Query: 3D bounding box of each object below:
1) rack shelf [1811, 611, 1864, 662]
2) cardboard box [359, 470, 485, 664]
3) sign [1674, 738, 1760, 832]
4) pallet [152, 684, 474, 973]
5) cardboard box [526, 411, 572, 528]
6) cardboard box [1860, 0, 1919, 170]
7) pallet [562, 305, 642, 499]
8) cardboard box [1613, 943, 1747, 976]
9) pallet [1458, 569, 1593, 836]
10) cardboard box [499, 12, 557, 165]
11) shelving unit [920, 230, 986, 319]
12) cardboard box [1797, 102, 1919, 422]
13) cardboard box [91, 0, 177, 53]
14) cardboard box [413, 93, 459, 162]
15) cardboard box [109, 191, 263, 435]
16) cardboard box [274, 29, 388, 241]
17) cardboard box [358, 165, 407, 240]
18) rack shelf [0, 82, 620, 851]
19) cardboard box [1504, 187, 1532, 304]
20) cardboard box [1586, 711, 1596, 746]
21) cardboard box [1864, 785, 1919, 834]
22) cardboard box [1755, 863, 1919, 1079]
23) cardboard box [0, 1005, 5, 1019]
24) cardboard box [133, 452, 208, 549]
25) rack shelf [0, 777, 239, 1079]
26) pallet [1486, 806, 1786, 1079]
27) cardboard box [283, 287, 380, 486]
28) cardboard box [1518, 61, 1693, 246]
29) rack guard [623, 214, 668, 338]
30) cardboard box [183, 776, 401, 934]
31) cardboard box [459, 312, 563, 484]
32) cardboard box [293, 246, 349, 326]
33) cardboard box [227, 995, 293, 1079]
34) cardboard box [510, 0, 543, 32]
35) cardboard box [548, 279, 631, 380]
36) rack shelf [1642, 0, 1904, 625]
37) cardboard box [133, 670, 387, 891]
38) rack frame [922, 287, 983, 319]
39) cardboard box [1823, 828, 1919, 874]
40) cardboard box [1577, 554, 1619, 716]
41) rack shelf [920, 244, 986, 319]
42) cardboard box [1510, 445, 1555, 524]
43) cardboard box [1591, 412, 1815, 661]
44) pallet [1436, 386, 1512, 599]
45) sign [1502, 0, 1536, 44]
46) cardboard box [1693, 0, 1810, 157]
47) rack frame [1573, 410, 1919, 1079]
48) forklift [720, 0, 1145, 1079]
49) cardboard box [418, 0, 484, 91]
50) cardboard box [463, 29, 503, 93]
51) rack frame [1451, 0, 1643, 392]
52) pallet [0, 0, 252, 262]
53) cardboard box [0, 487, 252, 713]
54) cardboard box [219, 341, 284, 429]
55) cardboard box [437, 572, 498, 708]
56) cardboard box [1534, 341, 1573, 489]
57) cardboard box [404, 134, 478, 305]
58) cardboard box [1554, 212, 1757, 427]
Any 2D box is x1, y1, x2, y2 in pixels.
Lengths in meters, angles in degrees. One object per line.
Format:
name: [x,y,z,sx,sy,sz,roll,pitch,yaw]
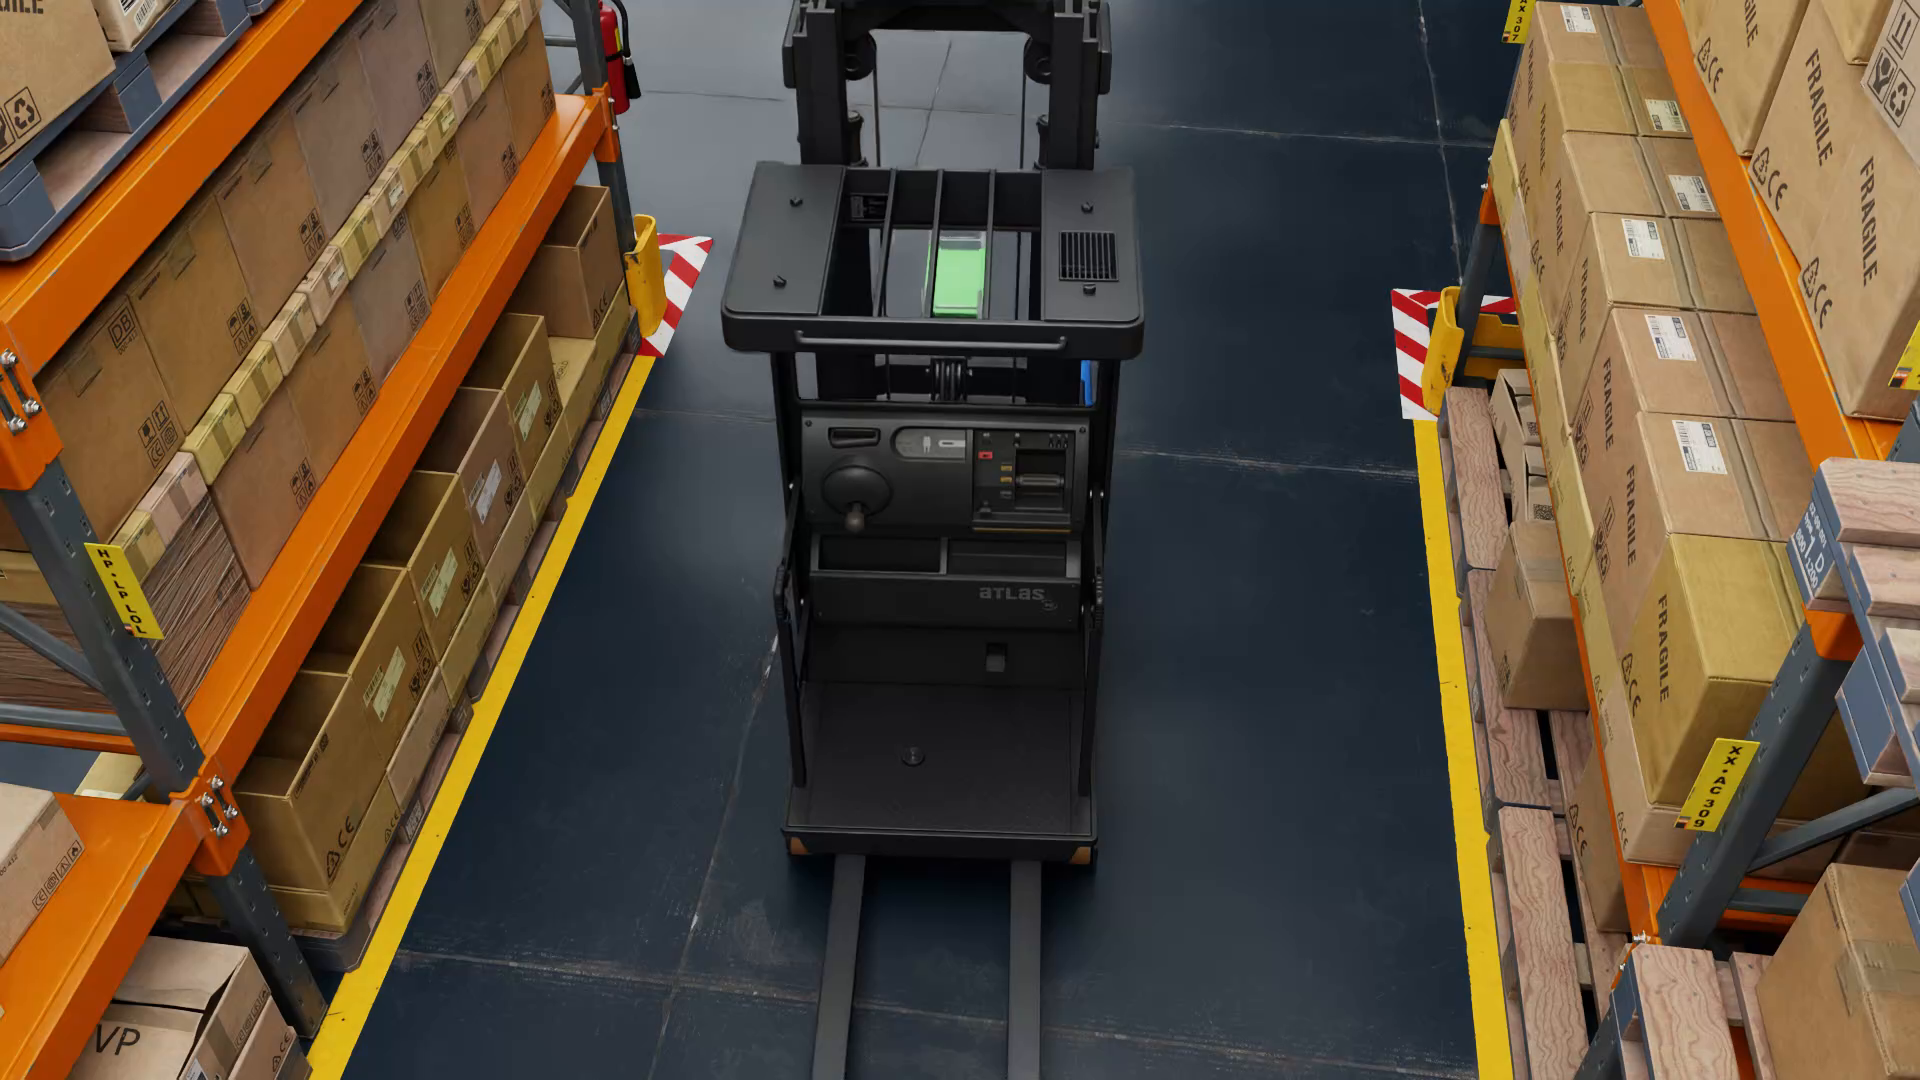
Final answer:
rack shelf: [2.022,1.462,1.866,1.077,0.370,4.000,5,44,6]
cardboard box: [-2.120,0.084,6.129,0.500,0.500,0.500,5,44,6]
sign: [1.748,0.569,3.838,0.100,0.325,0.005,5,44,6]
pallet: [-2.477,0.954,6.089,1.003,0.211,1.213,5,44,6]
cardboard box: [-1.992,-0.326,7.107,0.500,0.250,0.500,5,44,6]
cardboard box: [2.084,-0.935,3.060,0.500,0.500,0.500,2,43,2]
pallet: [-2.155,-0.709,7.845,1.003,0.211,1.213,5,44,6]
cardboard box: [2.328,1.429,5.300,0.380,0.166,0.250,0,43,0]
pallet: [2.499,0.645,6.415,1.003,0.211,1.213,5,44,6]
cardboard box: [-2.170,-1.966,7.072,0.700,0.500,0.500,5,44,6]
shelving unit: [-0.021,-0.720,7.137,0.258,1.200,0.503,2,43,2]
cardboard box: [2.109,-0.574,3.406,0.500,0.500,0.500,6,44,7]
cardboard box: [-2.225,-1.468,4.095,0.500,0.311,0.500,3,44,3]
cardboard box: [-2.093,-1.538,6.148,0.380,0.149,0.250,6,44,7]
cardboard box: [-2.506,-0.676,4.765,0.700,0.500,0.500,5,44,5]
cardboard box: [-2.373,-1.357,5.485,0.700,0.500,0.500,5,44,6]
cardboard box: [-2.160,-1.184,5.774,0.380,0.149,0.250,5,44,5]
rack shelf: [-2.360,-0.622,6.249,1.077,0.370,4.000,5,44,6]
cardboard box: [2.382,-1.093,6.317,0.500,0.250,0.500,4,44,4]
cardboard box: [2.518,0.714,6.067,0.380,0.149,0.250,2,43,2]
cardboard box: [2.556,0.401,4.194,0.500,0.500,0.500,4,44,5]
cardboard box: [2.186,1.075,3.541,0.700,0.500,0.500,5,44,6]
cardboard box: [-2.558,1.144,3.958,0.396,0.266,0.258,4,44,4]
cardboard box: [-2.363,-0.129,4.660,0.380,0.149,0.250,6,44,6]
rack shelf: [-2.888,2.104,3.370,1.077,0.370,4.000,5,44,6]
pallet: [2.340,1.479,5.535,1.003,0.211,1.213,5,44,6]
cardboard box: [-2.438,-0.562,5.589,0.700,0.500,0.500,6,44,6]
cardboard box: [2.379,-1.390,6.086,0.500,0.500,0.500,5,44,6]
rack guard: [-2.092,-1.355,8.318,1.175,0.500,0.348,5,44,6]
cardboard box: [-2.262,1.037,5.668,0.500,0.250,0.500,5,44,6]
cardboard box: [-1.989,-0.598,6.849,0.500,0.500,0.500,5,44,6]
cardboard box: [-2.230,-0.837,5.407,0.380,0.149,0.250,4,44,4]
cardboard box: [-2.391,1.634,5.037,0.500,0.250,0.500,5,44,5]
cardboard box: [-1.957,-2.241,6.890,0.380,0.149,0.250,5,44,5]
cardboard box: [-1.873,-1.008,7.828,0.500,0.250,0.500,5,44,6]
rack shelf: [2.551,-1.264,4.745,1.077,0.370,4.000,5,44,6]
cardboard box: [-2.252,0.765,5.409,0.500,0.500,0.500,5,44,6]
rack frame: [-0.031,-0.552,6.960,0.240,1.200,0.015,2,43,2]
cardboard box: [2.561,0.673,4.452,0.500,0.250,0.500,6,44,6]
cardboard box: [2.123,0.285,4.862,0.500,0.250,0.500,5,44,6]
rack shelf: [-0.021,-1.022,6.851,0.258,0.148,0.480,2,43,2]
cardboard box: [2.559,-0.131,6.842,0.500,0.311,0.500,9,44,9]
cardboard box: [2.103,0.011,4.606,0.500,0.500,0.500,5,44,5]
pallet: [2.663,-0.184,7.291,1.003,0.211,1.213,5,44,6]
sign: [2.278,-2.163,6.723,0.100,0.325,0.005,5,44,6]
cardboard box: [2.224,-1.297,4.169,0.500,0.500,0.500,4,44,4]
rack frame: [2.287,0.927,4.089,1.000,3.000,0.127,5,44,6]
forklift: [-0.055,-0.125,5.250,1.130,2.935,3.031,2,43,2]
cardboard box: [-2.241,-2.042,6.209,0.700,0.500,0.500,4,44,4]
cardboard box: [-2.024,-1.888,6.518,0.380,0.149,0.250,5,44,5]
rack frame: [2.816,-1.799,6.968,1.000,3.000,0.127,5,44,6]
pallet: [-2.537,-1.161,4.178,1.003,0.211,1.213,5,44,6]
cardboard box: [-2.572,0.140,4.848,0.700,0.500,0.500,4,44,4]
cardboard box: [-2.298,-0.484,5.035,0.380,0.149,0.250,5,44,5]
cardboard box: [-2.120,0.356,6.387,0.500,0.250,0.500,5,44,6]
cardboard box: [2.239,-0.402,5.587,0.500,0.250,0.500,6,44,6]
cardboard box: [-2.306,-1.270,6.337,0.700,0.500,0.500,6,44,6]
cardboard box: [2.248,-0.686,5.342,0.500,0.500,0.500,6,44,7]
